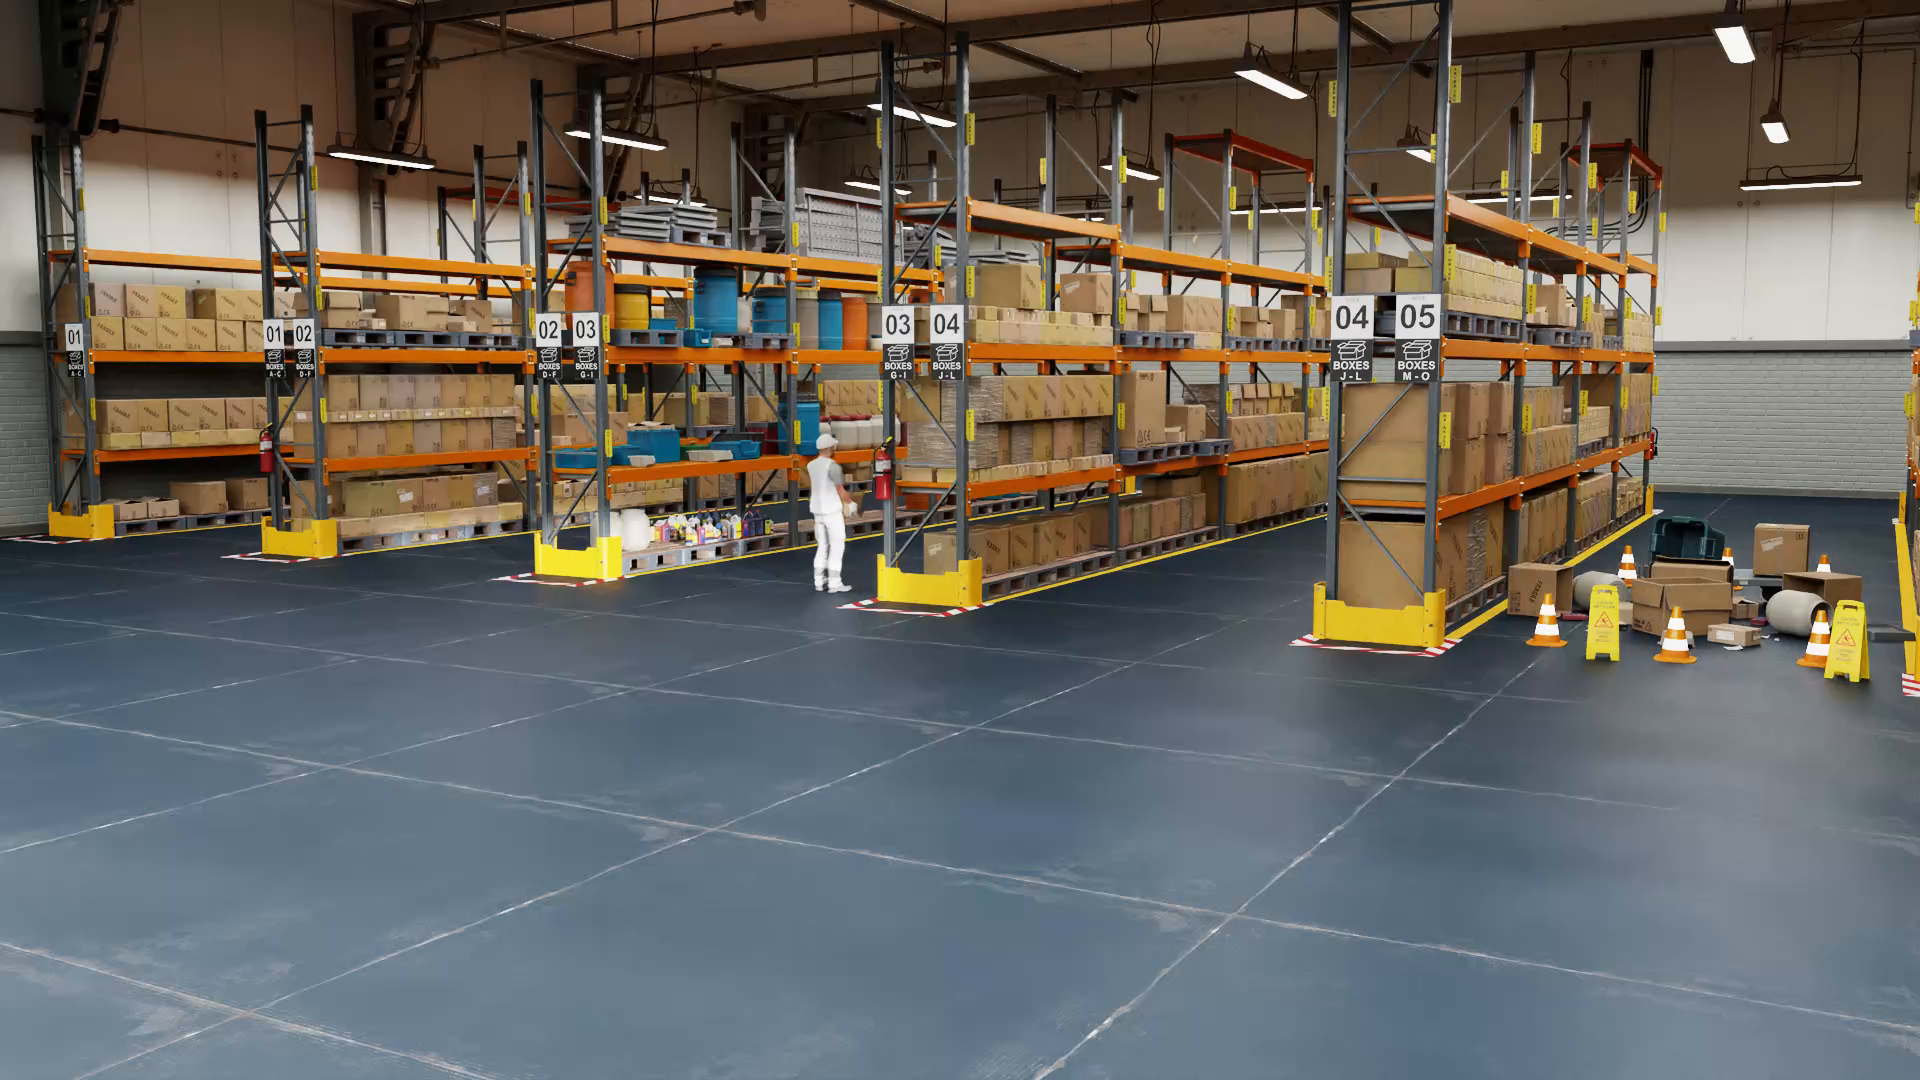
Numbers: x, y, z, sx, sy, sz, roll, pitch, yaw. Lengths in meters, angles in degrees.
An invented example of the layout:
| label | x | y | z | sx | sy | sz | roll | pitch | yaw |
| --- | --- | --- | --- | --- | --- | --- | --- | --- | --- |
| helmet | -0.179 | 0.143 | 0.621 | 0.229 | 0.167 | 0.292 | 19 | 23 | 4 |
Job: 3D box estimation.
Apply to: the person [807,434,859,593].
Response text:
| label | x | y | z | sx | sy | sz | roll | pitch | yaw |
| --- | --- | --- | --- | --- | --- | --- | --- | --- | --- |
| person | -1.448 | -0.314 | 18.999 | 0.520 | 1.794 | 0.526 | -5 | 8 | -40 |
